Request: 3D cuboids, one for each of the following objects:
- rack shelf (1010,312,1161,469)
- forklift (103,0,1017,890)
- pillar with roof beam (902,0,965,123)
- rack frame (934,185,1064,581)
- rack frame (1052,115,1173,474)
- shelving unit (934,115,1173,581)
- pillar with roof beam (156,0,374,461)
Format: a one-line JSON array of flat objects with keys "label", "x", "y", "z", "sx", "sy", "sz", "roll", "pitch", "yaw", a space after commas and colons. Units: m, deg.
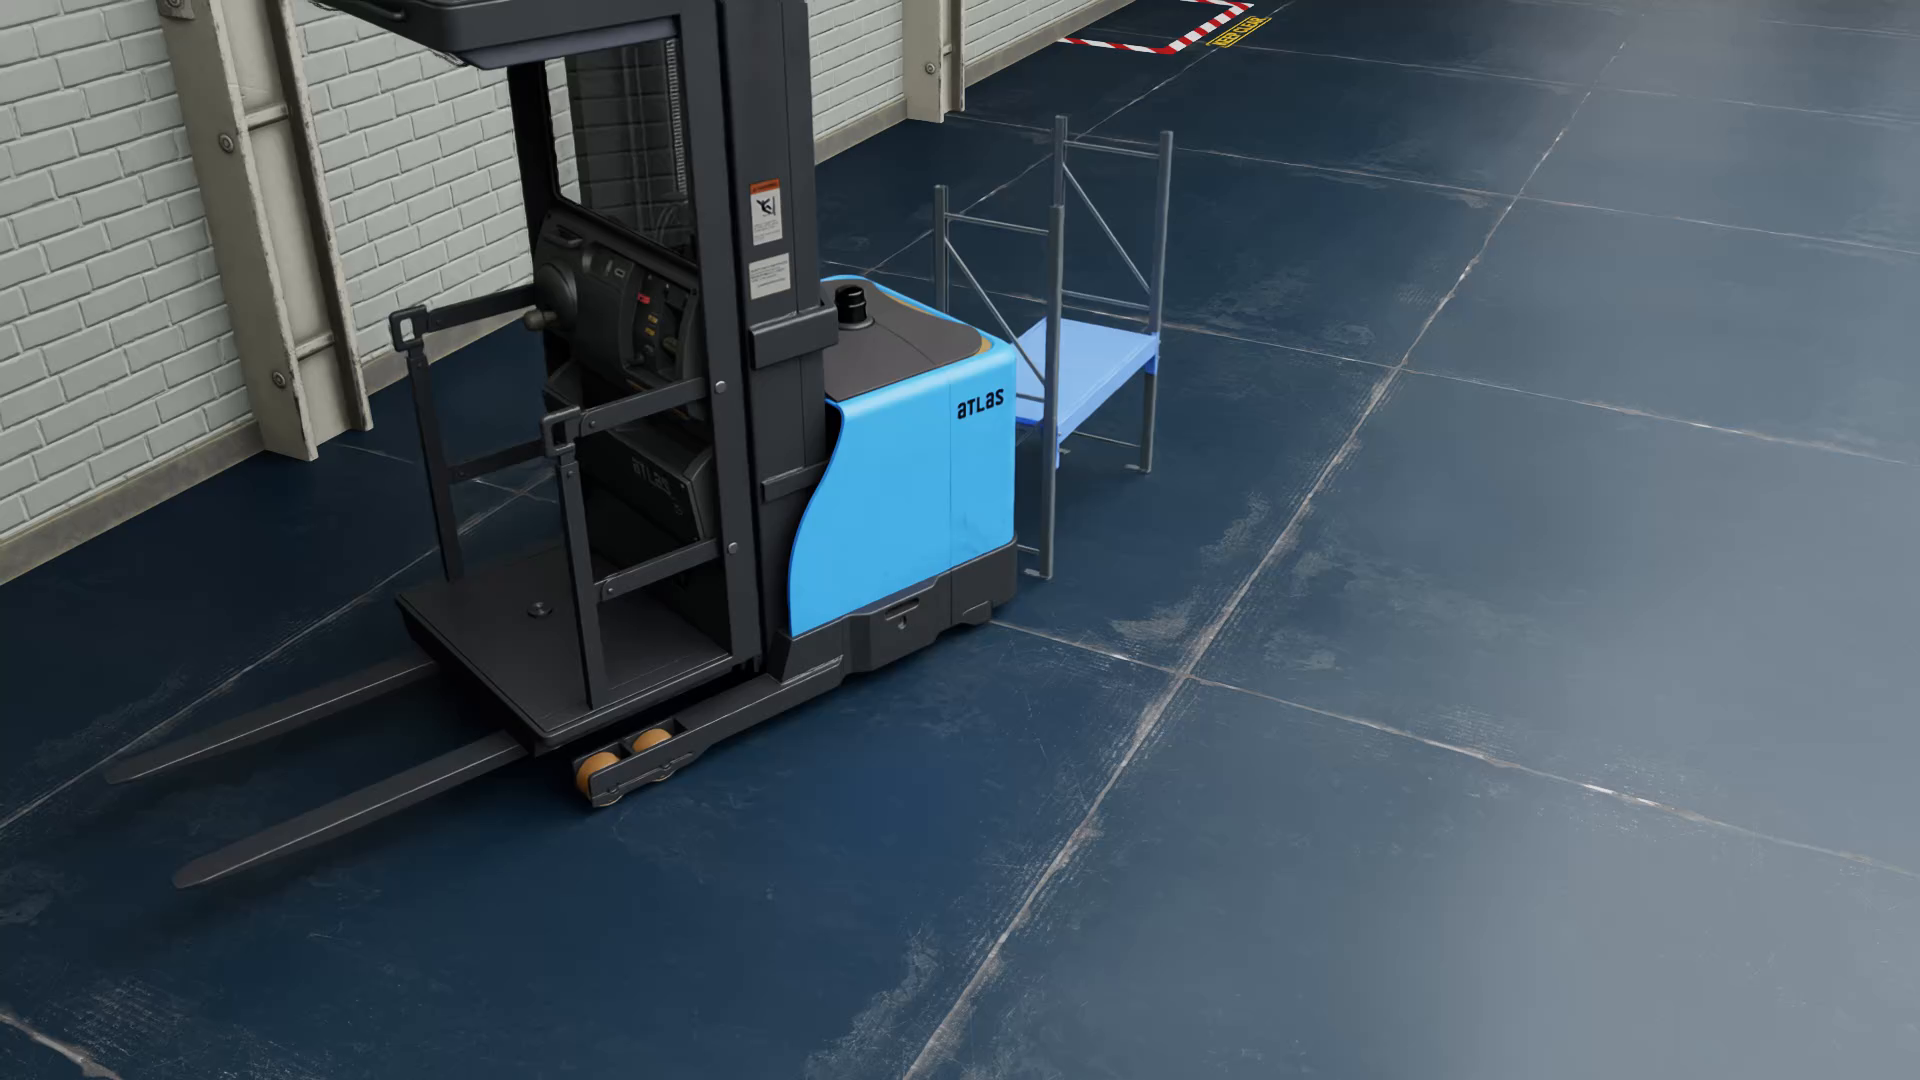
[{"label": "rack shelf", "x": 0.371, "y": -0.625, "z": 6.694, "sx": 0.538, "sy": 0.185, "sz": 1.000, "roll": 15, "pitch": 33, "yaw": 24}, {"label": "forklift", "x": -1.237, "y": -0.723, "z": 5.066, "sx": 3.031, "sy": 2.935, "sz": 1.130, "roll": -23, "pitch": 37, "yaw": -34}, {"label": "pillar with roof beam", "x": 3.643, "y": -6.054, "z": 8.257, "sx": 9.100, "sy": 9.000, "sz": 0.400, "roll": 14, "pitch": 33, "yaw": 23}, {"label": "rack frame", "x": 0.133, "y": -0.557, "z": 6.215, "sx": 0.500, "sy": 1.500, "sz": 0.032, "roll": 15, "pitch": 33, "yaw": 24}, {"label": "rack frame", "x": 0.609, "y": -1.005, "z": 6.994, "sx": 0.500, "sy": 1.500, "sz": 0.032, "roll": 15, "pitch": 33, "yaw": 24}, {"label": "shelving unit", "x": 0.371, "y": -0.781, "z": 6.604, "sx": 0.538, "sy": 1.500, "sz": 1.048, "roll": 15, "pitch": 33, "yaw": 24}, {"label": "pillar with roof beam", "x": 0.910, "y": -3.394, "z": 3.625, "sx": 9.100, "sy": 9.000, "sz": 0.400, "roll": 14, "pitch": 33, "yaw": 23}]
